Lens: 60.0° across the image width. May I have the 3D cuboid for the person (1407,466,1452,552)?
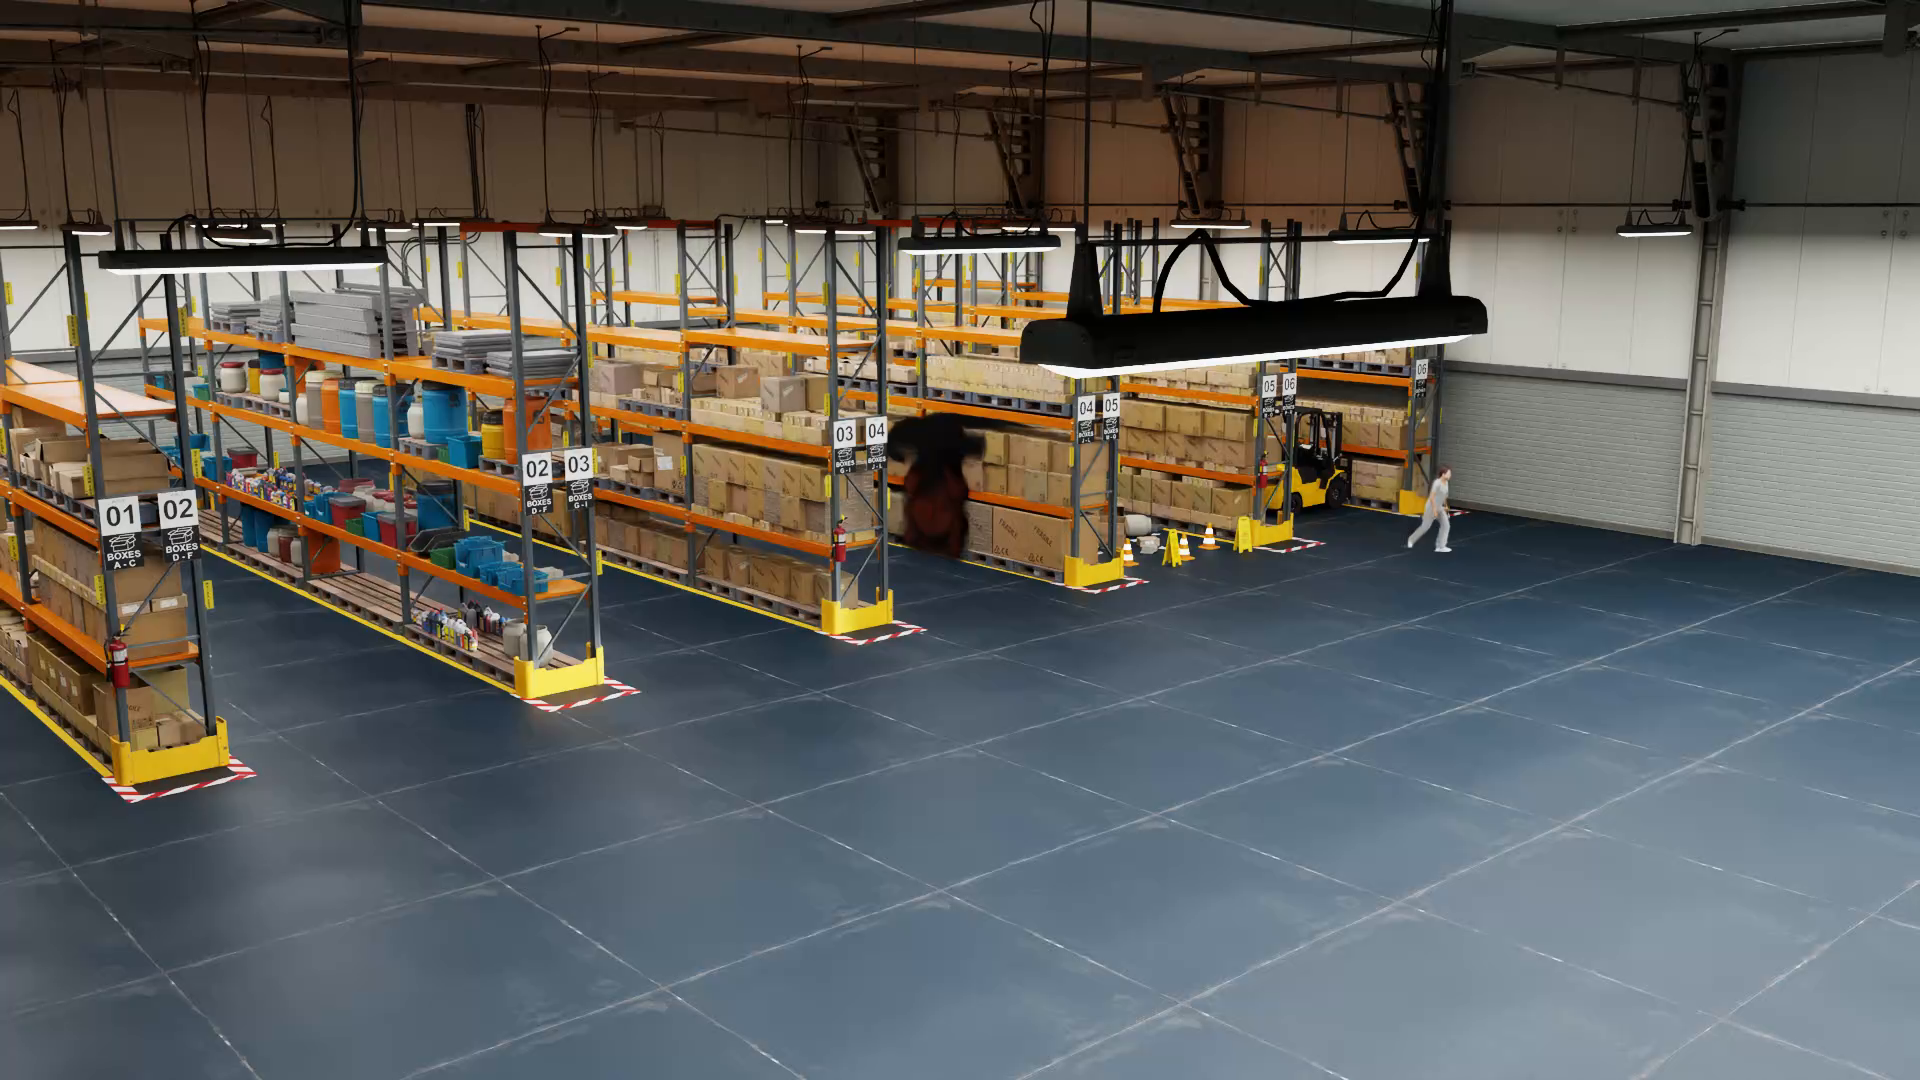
[{"bbox_3d":[8.751,-0.598,30.814,0.839,1.601,0.613,11,16,43],"label":"person"}]

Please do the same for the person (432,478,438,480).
[{"bbox_3d":[-9.516,-0.394,30.082,0.699,1.491,0.525,7,13,31],"label":"person"}]

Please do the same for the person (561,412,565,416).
[{"bbox_3d":[-8.879,-1.981,37.311,0.761,1.806,0.762,-7,13,-30],"label":"person"}]
